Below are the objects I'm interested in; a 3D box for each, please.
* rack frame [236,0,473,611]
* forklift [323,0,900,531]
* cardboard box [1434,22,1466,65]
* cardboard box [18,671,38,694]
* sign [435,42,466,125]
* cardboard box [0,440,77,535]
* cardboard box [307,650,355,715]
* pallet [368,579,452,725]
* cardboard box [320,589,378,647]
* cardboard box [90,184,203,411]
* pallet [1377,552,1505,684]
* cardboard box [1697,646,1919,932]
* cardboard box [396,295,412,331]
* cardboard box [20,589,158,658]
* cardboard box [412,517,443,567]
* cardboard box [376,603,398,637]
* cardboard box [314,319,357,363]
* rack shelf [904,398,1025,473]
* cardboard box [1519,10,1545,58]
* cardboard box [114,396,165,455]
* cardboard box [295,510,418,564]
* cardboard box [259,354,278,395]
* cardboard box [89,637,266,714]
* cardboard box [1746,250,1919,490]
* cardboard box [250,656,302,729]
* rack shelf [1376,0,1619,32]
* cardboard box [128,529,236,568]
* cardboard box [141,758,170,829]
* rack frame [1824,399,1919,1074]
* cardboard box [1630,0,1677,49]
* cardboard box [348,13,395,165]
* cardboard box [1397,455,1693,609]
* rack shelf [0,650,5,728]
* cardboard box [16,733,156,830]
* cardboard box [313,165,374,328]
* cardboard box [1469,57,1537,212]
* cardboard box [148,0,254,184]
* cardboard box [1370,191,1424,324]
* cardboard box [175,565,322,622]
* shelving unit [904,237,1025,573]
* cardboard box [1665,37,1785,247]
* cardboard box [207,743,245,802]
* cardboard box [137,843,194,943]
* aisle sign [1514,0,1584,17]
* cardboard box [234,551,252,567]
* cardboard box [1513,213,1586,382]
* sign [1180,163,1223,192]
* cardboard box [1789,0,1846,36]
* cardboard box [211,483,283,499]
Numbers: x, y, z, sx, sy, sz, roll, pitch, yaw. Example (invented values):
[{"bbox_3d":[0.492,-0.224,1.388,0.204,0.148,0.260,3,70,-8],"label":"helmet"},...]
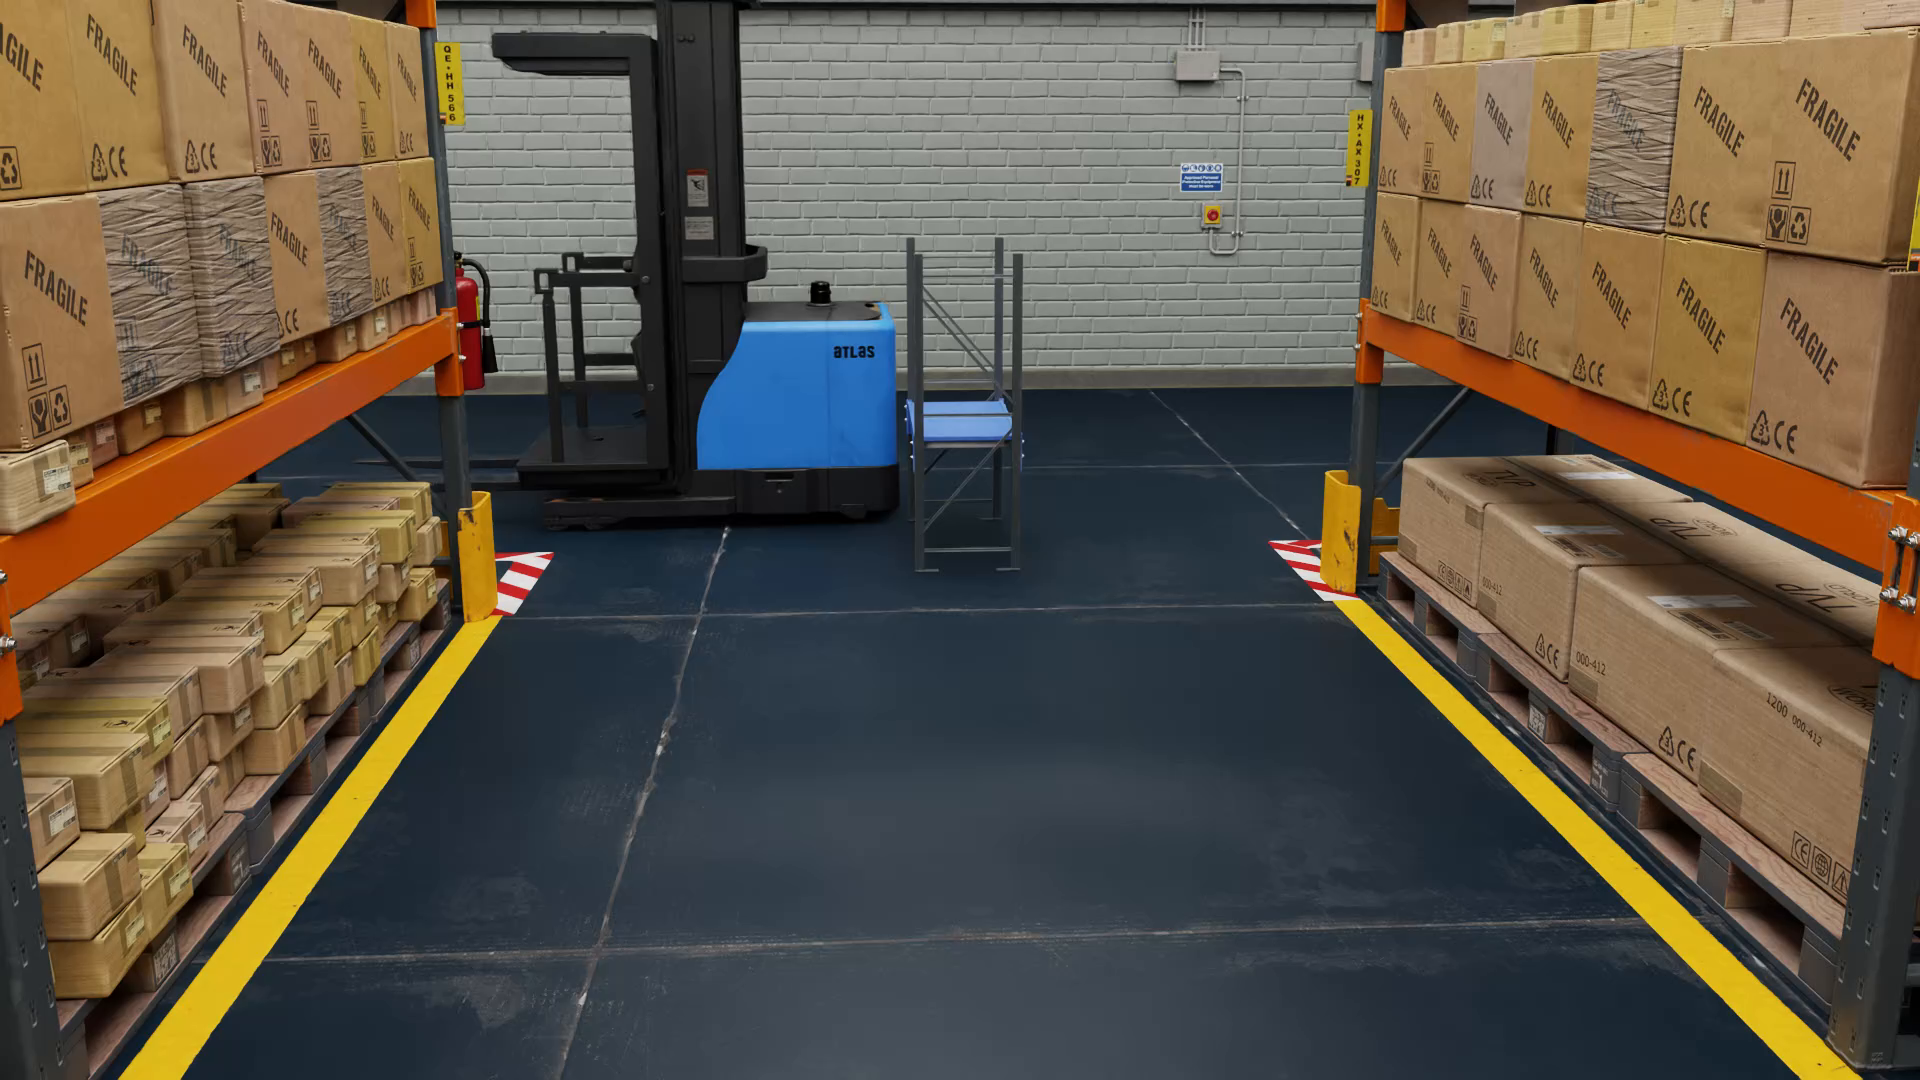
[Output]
[{"bbox_3d":[-2.644,-1.152,6.983,1.000,3.000,0.127,-1,14,-3],"label":"rack frame"},{"bbox_3d":[-1.872,-1.605,8.881,3.031,2.935,1.130,-1,14,-5],"label":"forklift"},{"bbox_3d":[2.025,-1.877,6.293,0.380,0.149,0.250,0,14,-2],"label":"cardboard box"},{"bbox_3d":[-2.694,0.457,4.414,0.380,0.149,0.250,0,14,-2],"label":"cardboard box"},{"bbox_3d":[-2.089,-1.869,6.813,0.100,0.325,0.005,-1,14,-3],"label":"sign"},{"bbox_3d":[-2.087,-0.111,3.441,0.380,0.149,0.250,0,14,-1],"label":"cardboard box"},{"bbox_3d":[-2.252,0.475,5.540,0.380,0.149,0.250,-1,14,-2],"label":"cardboard box"},{"bbox_3d":[-2.624,0.420,6.469,1.003,0.211,1.213,-1,14,-3],"label":"pallet"},{"bbox_3d":[-2.248,0.266,5.754,0.380,0.149,0.250,-1,14,-3],"label":"cardboard box"},{"bbox_3d":[-2.213,-0.599,4.038,0.500,0.500,0.500,-1,14,-3],"label":"cardboard box"},{"bbox_3d":[2.418,0.295,6.957,1.003,0.211,1.213,-1,14,-3],"label":"pallet"},{"bbox_3d":[2.606,0.621,4.391,0.875,0.438,0.875,-1,14,-4],"label":"cardboard box"},{"bbox_3d":[-2.364,-0.891,6.473,0.380,0.149,0.250,-1,14,-4],"label":"cardboard box"},{"bbox_3d":[-2.738,0.261,5.177,0.380,0.149,0.250,-1,14,-3],"label":"cardboard box"},{"bbox_3d":[-2.327,0.008,6.756,0.380,0.149,0.250,-1,14,-5],"label":"cardboard box"},{"bbox_3d":[-2.356,0.283,6.286,0.380,0.149,0.250,-1,14,-4],"label":"cardboard box"},{"bbox_3d":[-2.307,-0.700,5.730,0.380,0.149,0.250,-2,15,-6],"label":"cardboard box"},{"bbox_3d":[0.005,-0.531,8.302,0.538,0.185,1.000,-1,14,-3],"label":"rack shelf"},{"bbox_3d":[2.101,-1.685,5.545,0.380,0.149,0.250,-1,14,-3],"label":"cardboard box"},{"bbox_3d":[-2.257,-0.307,4.204,0.380,0.149,0.250,-2,15,-6],"label":"cardboard box"},{"bbox_3d":[-2.257,-0.009,6.226,0.380,0.149,0.250,-1,14,-5],"label":"cardboard box"},{"bbox_3d":[-2.280,-0.503,4.967,0.380,0.149,0.250,0,14,-1],"label":"cardboard box"},{"bbox_3d":[-2.207,0.383,4.703,0.380,0.149,0.250,-1,14,-2],"label":"cardboard box"},{"bbox_3d":[2.254,-0.418,3.931,0.500,0.500,0.500,-1,14,-3],"label":"cardboard box"},{"bbox_3d":[-2.215,0.460,5.000,0.380,0.149,0.250,-1,14,-4],"label":"cardboard box"},{"bbox_3d":[2.414,-1.860,5.160,1.077,0.370,4.000,-1,14,-3],"label":"rack shelf"},{"bbox_3d":[-2.828,0.065,5.939,0.380,0.149,0.250,-2,15,-6],"label":"cardboard box"},{"bbox_3d":[-2.256,0.660,4.224,0.380,0.149,0.250,-1,14,-4],"label":"cardboard box"},{"bbox_3d":[2.538,-0.258,3.511,1.000,3.000,0.127,-1,14,-3],"label":"rack frame"},{"bbox_3d":[2.185,-1.496,4.811,0.380,0.149,0.250,-1,14,-5],"label":"cardboard box"},{"bbox_3d":[-2.336,-1.592,5.891,0.500,0.500,0.500,-1,14,-5],"label":"cardboard box"},{"bbox_3d":[2.431,-0.053,7.012,0.875,0.438,0.875,-1,14,-5],"label":"cardboard box"},{"bbox_3d":[-2.272,0.689,1.273,1.077,0.370,4.000,-1,14,-3],"label":"rack shelf"},{"bbox_3d":[-2.169,0.574,3.960,0.380,0.149,0.250,0,14,-1],"label":"cardboard box"},{"bbox_3d":[-2.292,-0.982,5.527,0.500,0.500,0.500,-1,14,-3],"label":"cardboard box"},{"bbox_3d":[2.114,-1.406,5.763,0.500,0.500,0.500,-1,14,-4],"label":"cardboard box"},{"bbox_3d":[-2.229,-1.204,4.382,0.500,0.500,0.500,-1,14,-3],"label":"cardboard box"},{"bbox_3d":[2.033,-1.178,6.884,0.500,0.500,0.500,-1,14,-4],"label":"cardboard box"},{"bbox_3d":[-2.327,0.190,5.454,0.380,0.149,0.250,-1,14,-5],"label":"cardboard box"},{"bbox_3d":[0.005,-0.705,8.257,0.538,1.500,1.048,-1,14,-3],"label":"shelving unit"},{"bbox_3d":[2.210,-1.030,4.304,0.500,0.500,0.500,-1,14,-4],"label":"cardboard box"},{"bbox_3d":[-2.299,0.669,4.785,0.380,0.149,0.250,-2,15,-6],"label":"cardboard box"},{"bbox_3d":[-2.115,0.859,4.048,0.380,0.149,0.250,0,14,-2],"label":"cardboard box"},{"bbox_3d":[2.595,-2.535,7.142,0.394,0.787,0.004,-1,14,-3],"label":"aisle sign"},{"bbox_3d":[-2.804,0.144,6.227,0.380,0.149,0.250,-1,14,-3],"label":"cardboard box"},{"bbox_3d":[2.154,-0.801,5.421,0.500,0.500,0.500,0,14,-2],"label":"cardboard box"},{"bbox_3d":[1.866,-2.801,12.849,0.327,0.218,0.001,-1,14,-3],"label":"sign"},{"bbox_3d":[2.288,-1.306,4.075,0.380,0.149,0.250,-1,14,-3],"label":"cardboard box"},{"bbox_3d":[-2.951,-0.127,6.685,0.380,0.149,0.250,-2,15,-6],"label":"cardboard box"}]
